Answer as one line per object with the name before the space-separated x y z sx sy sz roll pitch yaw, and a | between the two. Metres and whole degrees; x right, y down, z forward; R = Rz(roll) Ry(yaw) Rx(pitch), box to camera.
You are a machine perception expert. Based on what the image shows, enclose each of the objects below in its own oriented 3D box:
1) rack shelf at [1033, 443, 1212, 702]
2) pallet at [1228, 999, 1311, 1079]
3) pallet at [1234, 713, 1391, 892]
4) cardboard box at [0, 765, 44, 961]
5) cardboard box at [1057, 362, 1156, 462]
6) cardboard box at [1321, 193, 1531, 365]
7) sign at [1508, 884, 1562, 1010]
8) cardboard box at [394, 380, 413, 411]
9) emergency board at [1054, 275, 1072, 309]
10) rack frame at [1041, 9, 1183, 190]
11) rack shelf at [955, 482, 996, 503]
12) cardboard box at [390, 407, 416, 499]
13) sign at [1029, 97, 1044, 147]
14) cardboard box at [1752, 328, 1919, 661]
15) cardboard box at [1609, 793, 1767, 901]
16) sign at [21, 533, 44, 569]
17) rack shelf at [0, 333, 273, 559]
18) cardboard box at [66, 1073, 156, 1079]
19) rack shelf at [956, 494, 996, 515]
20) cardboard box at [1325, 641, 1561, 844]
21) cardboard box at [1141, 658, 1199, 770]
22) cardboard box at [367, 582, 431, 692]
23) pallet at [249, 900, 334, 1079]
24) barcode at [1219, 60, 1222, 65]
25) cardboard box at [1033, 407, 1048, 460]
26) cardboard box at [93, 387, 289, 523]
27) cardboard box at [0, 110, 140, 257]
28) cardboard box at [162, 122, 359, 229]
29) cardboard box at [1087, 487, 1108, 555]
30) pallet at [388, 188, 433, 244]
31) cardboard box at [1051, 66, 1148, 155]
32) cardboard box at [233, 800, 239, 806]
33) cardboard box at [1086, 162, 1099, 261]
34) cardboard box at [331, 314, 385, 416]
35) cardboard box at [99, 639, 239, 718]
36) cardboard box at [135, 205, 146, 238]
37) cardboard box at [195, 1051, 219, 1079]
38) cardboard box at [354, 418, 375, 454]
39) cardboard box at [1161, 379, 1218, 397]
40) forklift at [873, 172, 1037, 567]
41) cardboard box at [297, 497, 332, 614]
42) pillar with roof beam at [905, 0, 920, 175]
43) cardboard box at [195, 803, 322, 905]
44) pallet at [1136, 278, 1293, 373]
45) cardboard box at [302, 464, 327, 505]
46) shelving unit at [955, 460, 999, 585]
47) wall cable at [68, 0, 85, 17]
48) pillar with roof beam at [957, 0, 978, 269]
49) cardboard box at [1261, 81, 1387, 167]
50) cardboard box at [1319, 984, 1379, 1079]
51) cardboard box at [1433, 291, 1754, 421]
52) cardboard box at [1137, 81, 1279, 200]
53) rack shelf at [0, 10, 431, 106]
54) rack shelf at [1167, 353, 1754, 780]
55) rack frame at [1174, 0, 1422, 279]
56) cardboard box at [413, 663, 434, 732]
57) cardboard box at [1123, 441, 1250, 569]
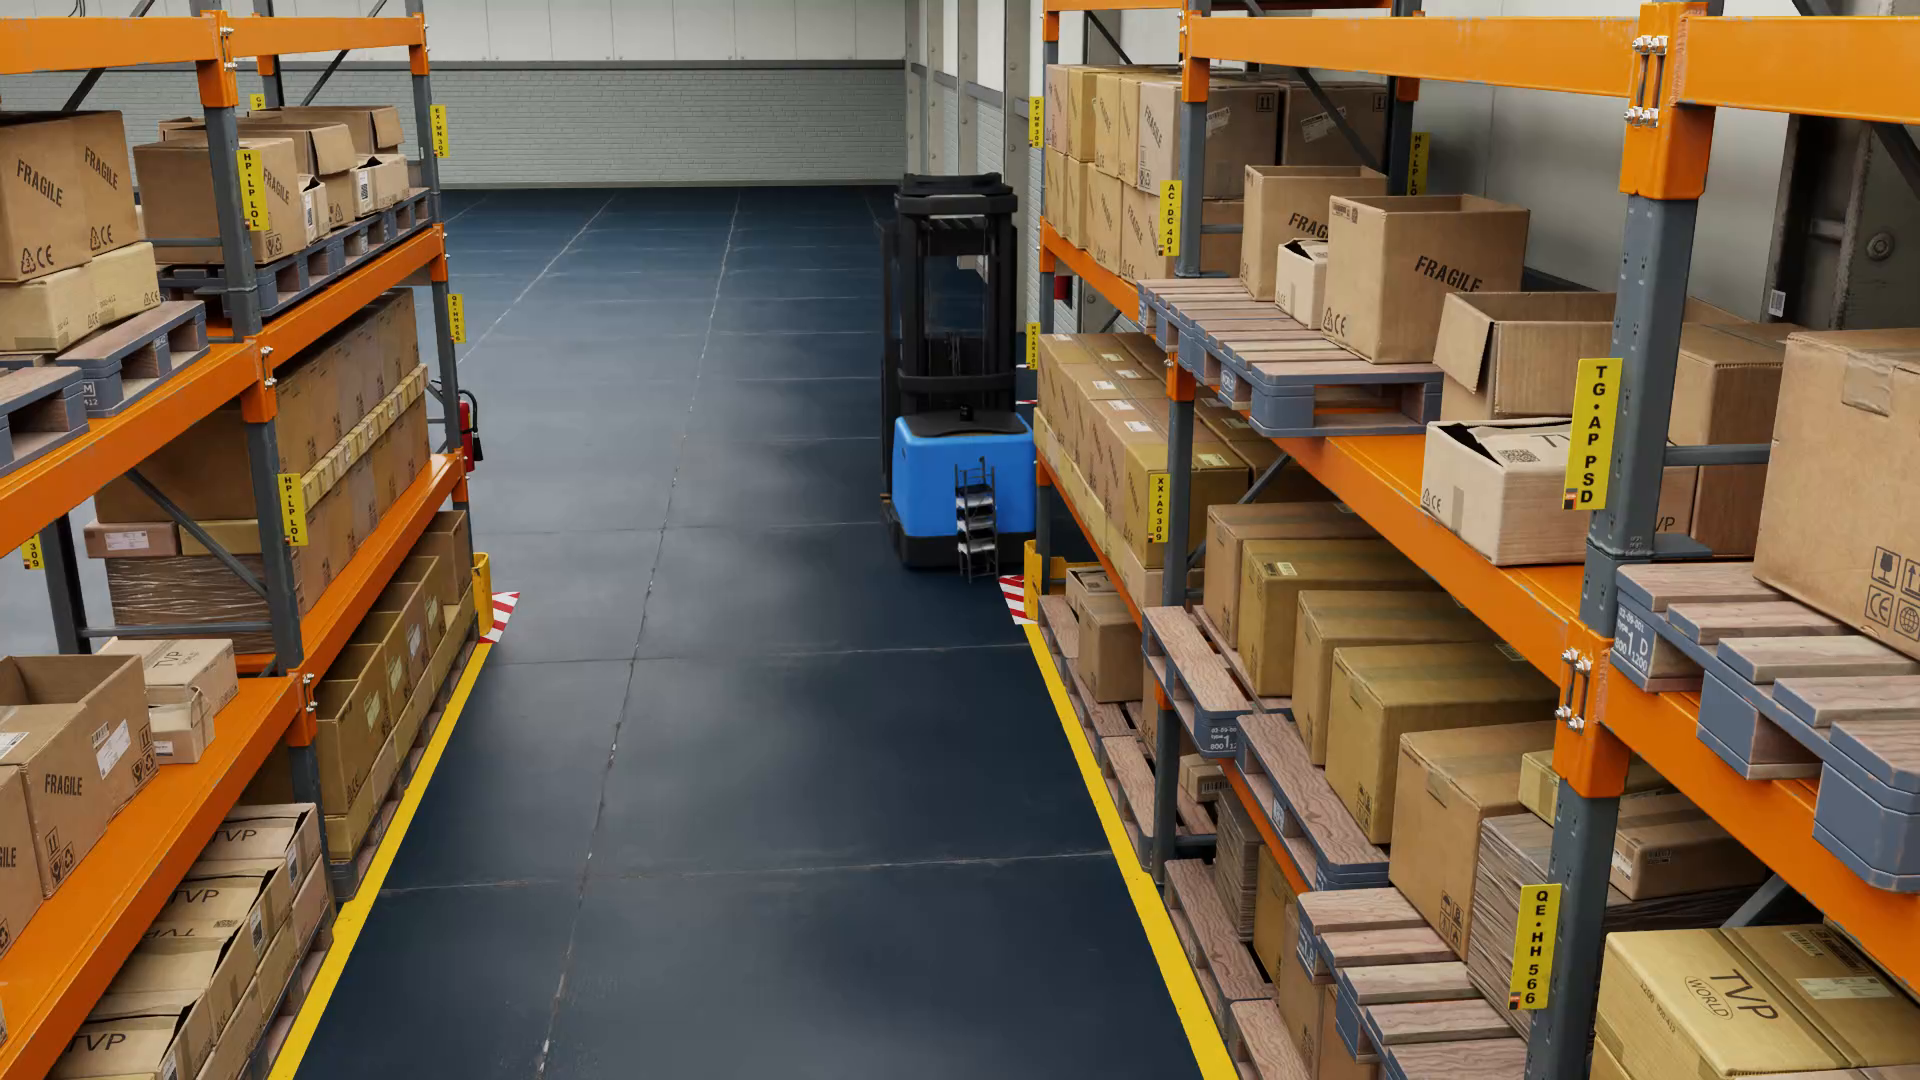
rack shelf | 1.256 -0.004 9.882 1.077 0.370 4.000 -2 18 -6
pallet | 1.673 2.176 6.395 1.003 0.211 1.213 -2 18 -6
pallet | 1.630 0.944 5.984 1.003 0.211 1.213 -2 18 -6
cardboard box | -3.242 1.048 5.165 0.500 0.500 0.500 -3 18 -9
cardboard box | 0.888 -0.785 10.136 0.500 0.500 0.500 -2 18 -7
cardboard box | 1.566 -0.898 5.652 0.500 0.500 0.500 -2 18 -8
sign | 1.336 0.946 3.857 0.100 0.325 0.005 -2 18 -6
cardboard box | -3.594 -0.884 10.235 0.380 0.149 0.250 -2 18 -6
emergency board | 1.146 -3.286 19.136 0.194 1.169 0.643 -2 18 -6
rack frame | 1.050 -3.805 10.774 1.000 3.000 0.127 -2 18 -6
rack shelf | 0.116 -0.357 12.500 0.258 0.077 0.200 -9 19 -17
cardboard box | -3.783 -0.541 10.224 0.700 0.500 0.500 -1 17 -4
sign | 0.510 -2.774 11.039 0.100 0.325 0.005 -2 18 -6
cardboard box | 1.981 -0.108 3.105 0.700 0.500 0.500 -3 18 -10
cardboard box | 1.809 0.772 4.227 0.380 0.149 0.250 -4 18 -13
sign | -4.017 -0.030 7.188 0.100 0.325 0.005 -2 18 -6
rack shelf | -3.259 -0.089 5.146 1.077 0.370 4.000 -2 18 -6
cardboard box | -2.927 1.965 5.362 0.500 0.311 0.500 -2 18 -7
rack shelf | 0.120 -0.271 12.528 0.258 0.077 0.200 -9 19 -17
cardboard box | 1.666 0.673 5.625 0.700 0.500 0.500 -2 18 -6
cardboard box | 1.315 0.924 9.166 0.500 0.500 0.500 -3 18 -10
cardboard box | -3.358 0.562 9.516 0.500 0.500 0.500 -2 18 -6
pallet | -3.350 1.952 7.108 1.003 0.211 1.213 -2 18 -6
barcode | 1.620 -2.989 10.344 0.001 0.075 0.075 -2 18 -6
cardboard box | 0.784 -0.726 11.198 0.500 0.250 0.500 -2 18 -7
cardboard box | -3.517 -0.396 7.597 0.700 0.500 0.500 -2 18 -5
cardboard box | -3.440 -1.330 6.194 0.500 0.500 0.500 -2 17 -5
cardboard box | -3.509 -1.839 8.412 0.797 0.503 0.637 0 17 0
cardboard box | 1.001 -0.119 9.265 0.500 0.250 0.500 -2 18 -6
pallet | -3.830 -1.966 10.072 1.003 0.211 1.213 -2 18 -6
cardboard box | 0.849 -2.635 10.185 0.500 0.500 0.500 -2 18 -6
cardboard box | -3.730 1.383 8.153 0.500 0.250 0.500 -2 18 -6
cardboard box | 0.989 -1.849 9.351 0.500 0.500 0.500 -1 17 -2
cardboard box | -3.724 -0.993 9.501 0.700 0.500 0.500 -2 18 -5
cardboard box | -3.371 0.620 6.945 0.500 0.250 0.500 -1 17 -2
cardboard box | -3.861 -1.526 8.008 0.380 0.149 0.250 -2 18 -6
cardboard box | -2.979 2.084 5.921 0.500 0.250 0.500 -1 17 -5
cardboard box | -3.486 -0.576 9.254 0.380 0.149 0.250 -2 18 -6
cardboard box | 1.461 -0.651 9.707 0.500 0.500 0.500 -2 17 -5
forklift | -0.120 -1.589 13.845 1.130 2.935 3.031 -3 18 -8
cardboard box | -3.578 0.066 8.291 0.700 0.500 0.500 -2 18 -6
pillar with roof beam | -5.394 -12.428 38.241 9.100 9.000 0.400 -2 18 -6
cardboard box | -3.138 1.359 7.294 0.500 0.311 0.500 -2 18 -6
pallet | 1.420 -0.905 6.859 1.213 0.211 1.003 -2 18 -6
cardboard box | -3.383 -0.270 8.279 0.380 0.149 0.250 -2 18 -6
shelving unit | 0.128 -0.132 12.574 0.258 0.900 0.210 -9 19 -17
wall cable | -21.988 -14.418 38.901 2.305 6.003 0.169 -2 18 -6
pillar with roof beam | -4.156 -8.853 26.853 9.100 9.000 0.400 -2 18 -6
cardboard box | 1.696 -1.871 7.753 0.500 0.500 0.500 -1 17 -4
cardboard box | 1.732 1.906 6.036 0.700 0.500 0.500 -2 18 -6
cardboard box | 1.833 -0.438 4.852 0.797 0.503 0.637 1 17 2
cardboard box | 1.141 -1.857 7.708 0.500 0.500 0.500 -3 18 -10
rack shelf | -3.671 -2.521 8.553 1.077 0.370 4.000 -2 18 -6
rack shelf | 1.668 -0.243 5.637 1.077 0.370 4.000 -2 18 -6
rack frame | 1.462 -2.613 6.978 1.000 3.000 0.127 -2 18 -6
cardboard box | -3.362 0.920 9.628 0.500 0.250 0.500 -2 18 -6
cardboard box | 1.106 -0.178 8.202 0.500 0.500 0.500 -2 18 -6
